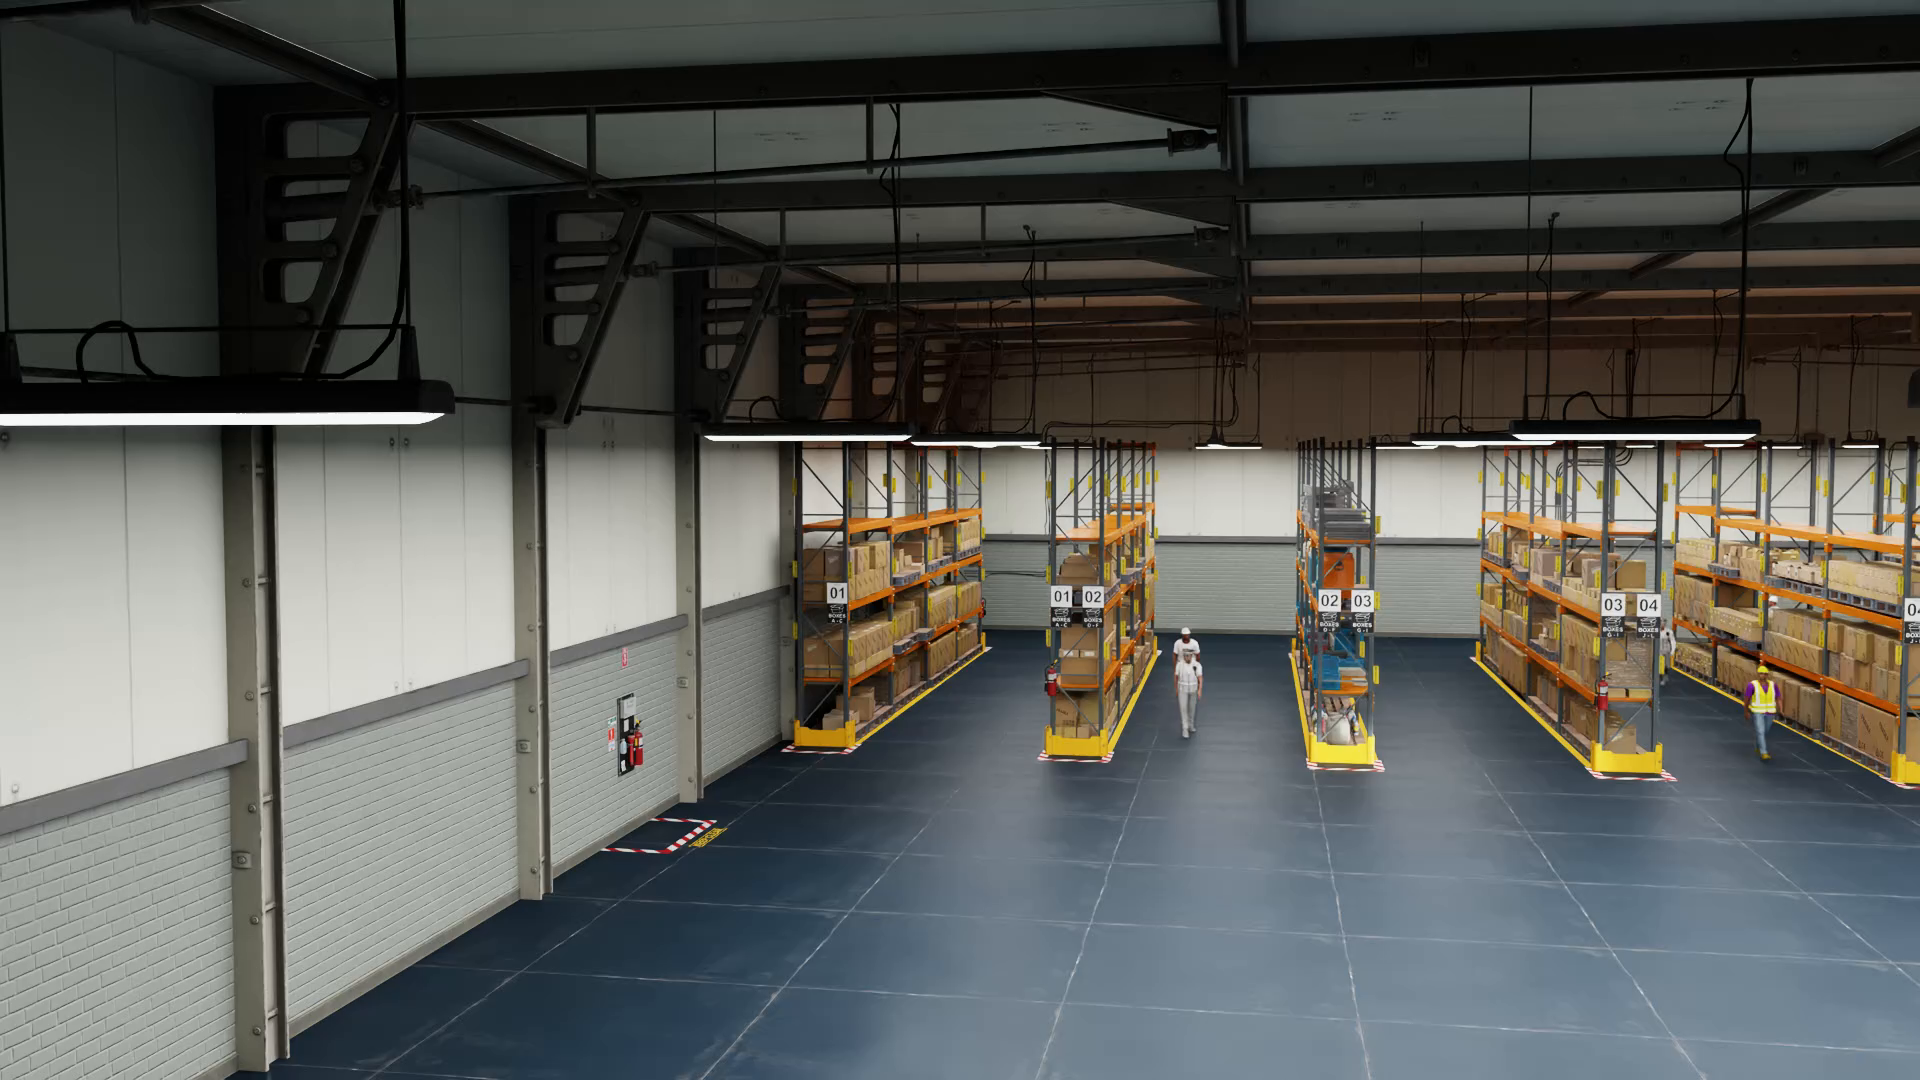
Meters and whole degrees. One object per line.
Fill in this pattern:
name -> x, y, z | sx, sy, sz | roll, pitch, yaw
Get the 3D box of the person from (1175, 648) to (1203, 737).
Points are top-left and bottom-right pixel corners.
person -> 4.638, 3.055, 33.676 | 0.555, 1.729, 0.898 | 0, 3, 2

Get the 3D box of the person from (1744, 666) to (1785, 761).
person -> 14.969, 3.208, 30.893 | 0.595, 1.716, 1.031 | 0, 3, 5

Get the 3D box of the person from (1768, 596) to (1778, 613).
person -> 22.541, 2.414, 46.028 | 0.964, 1.742, 0.549 | 0, 3, 4

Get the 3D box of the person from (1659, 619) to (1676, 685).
person -> 17.325, 2.738, 40.959 | 0.550, 1.655, 0.582 | 1, 3, 23

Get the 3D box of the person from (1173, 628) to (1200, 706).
person -> 5.098, 2.841, 37.581 | 0.587, 1.720, 0.925 | 1, 3, 20
